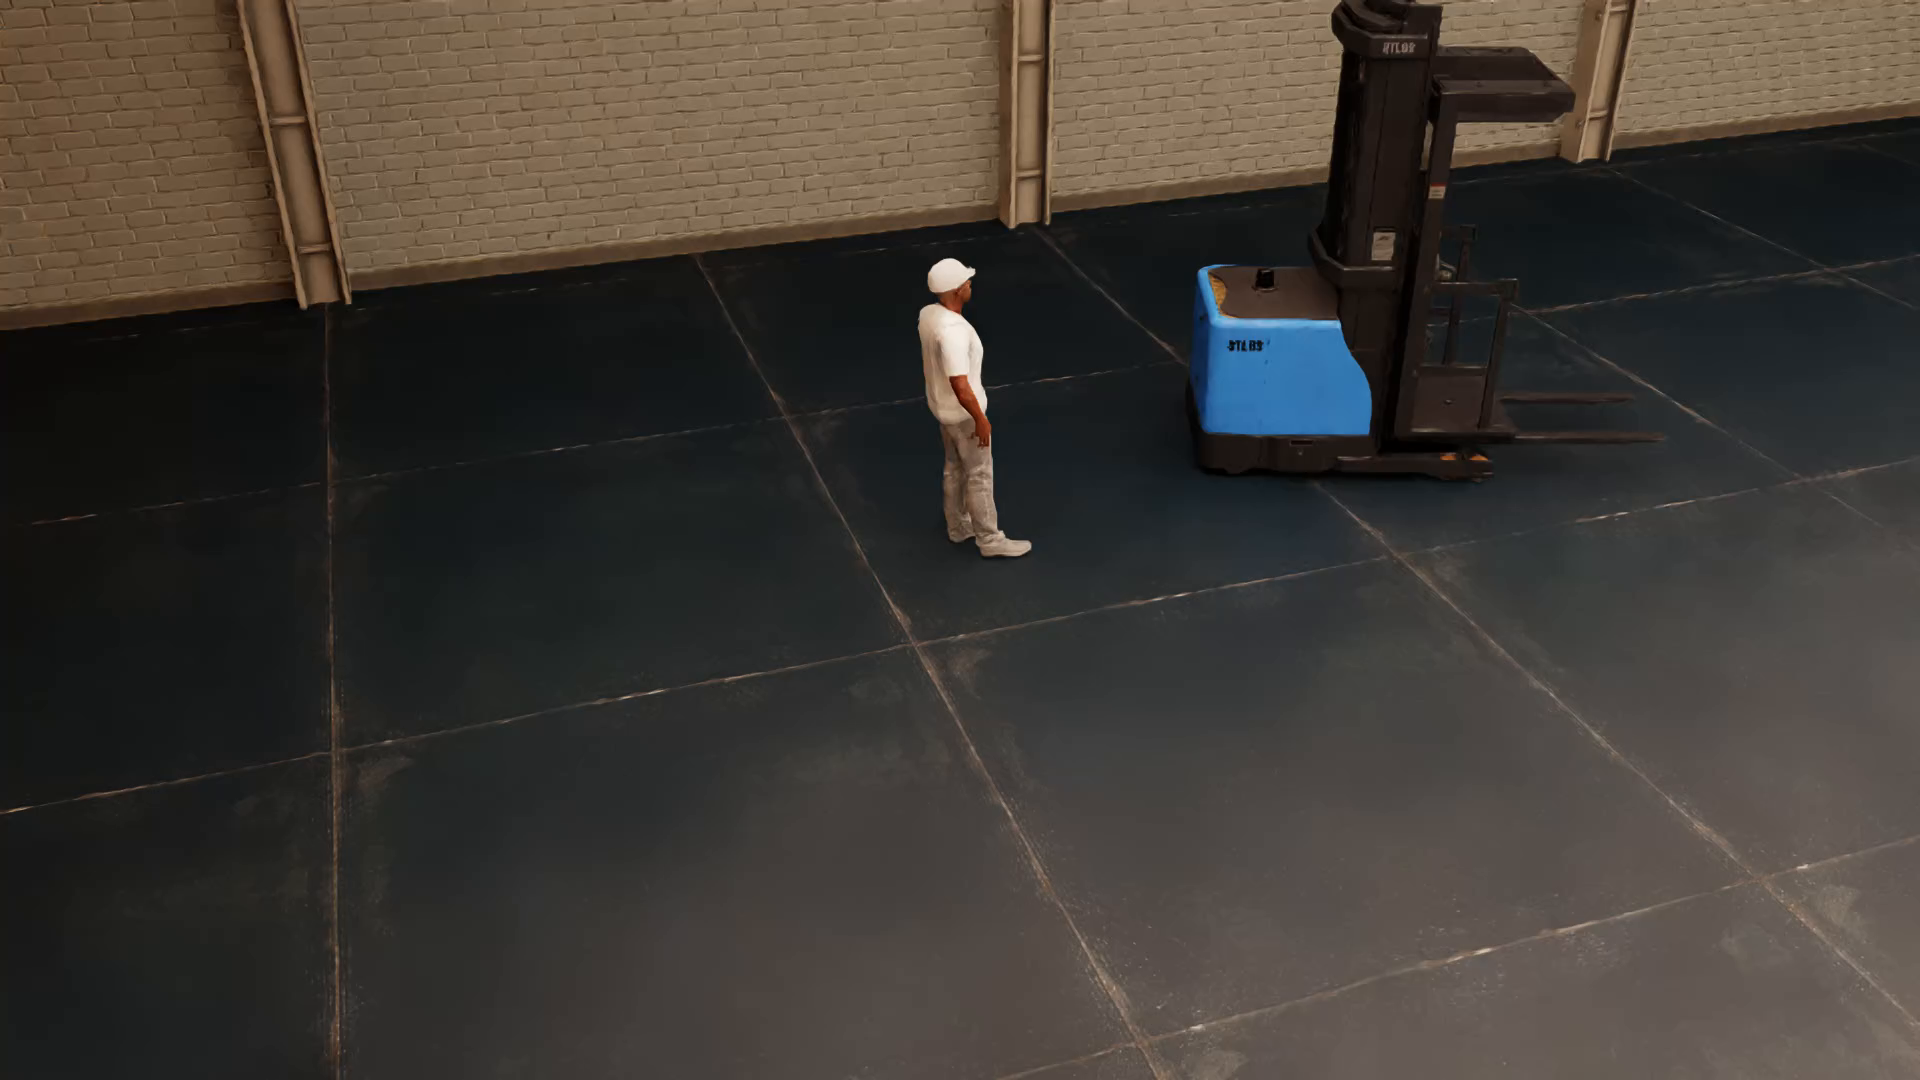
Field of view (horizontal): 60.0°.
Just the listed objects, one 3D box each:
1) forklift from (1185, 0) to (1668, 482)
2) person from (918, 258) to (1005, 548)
[{"bbox_3d":[3.060,-1.915,10.415,3.031,2.935,1.130,1,30,1],"label":"forklift"},{"bbox_3d":[-0.007,-0.793,9.560,0.419,1.707,0.665,-10,31,-16],"label":"person"}]
